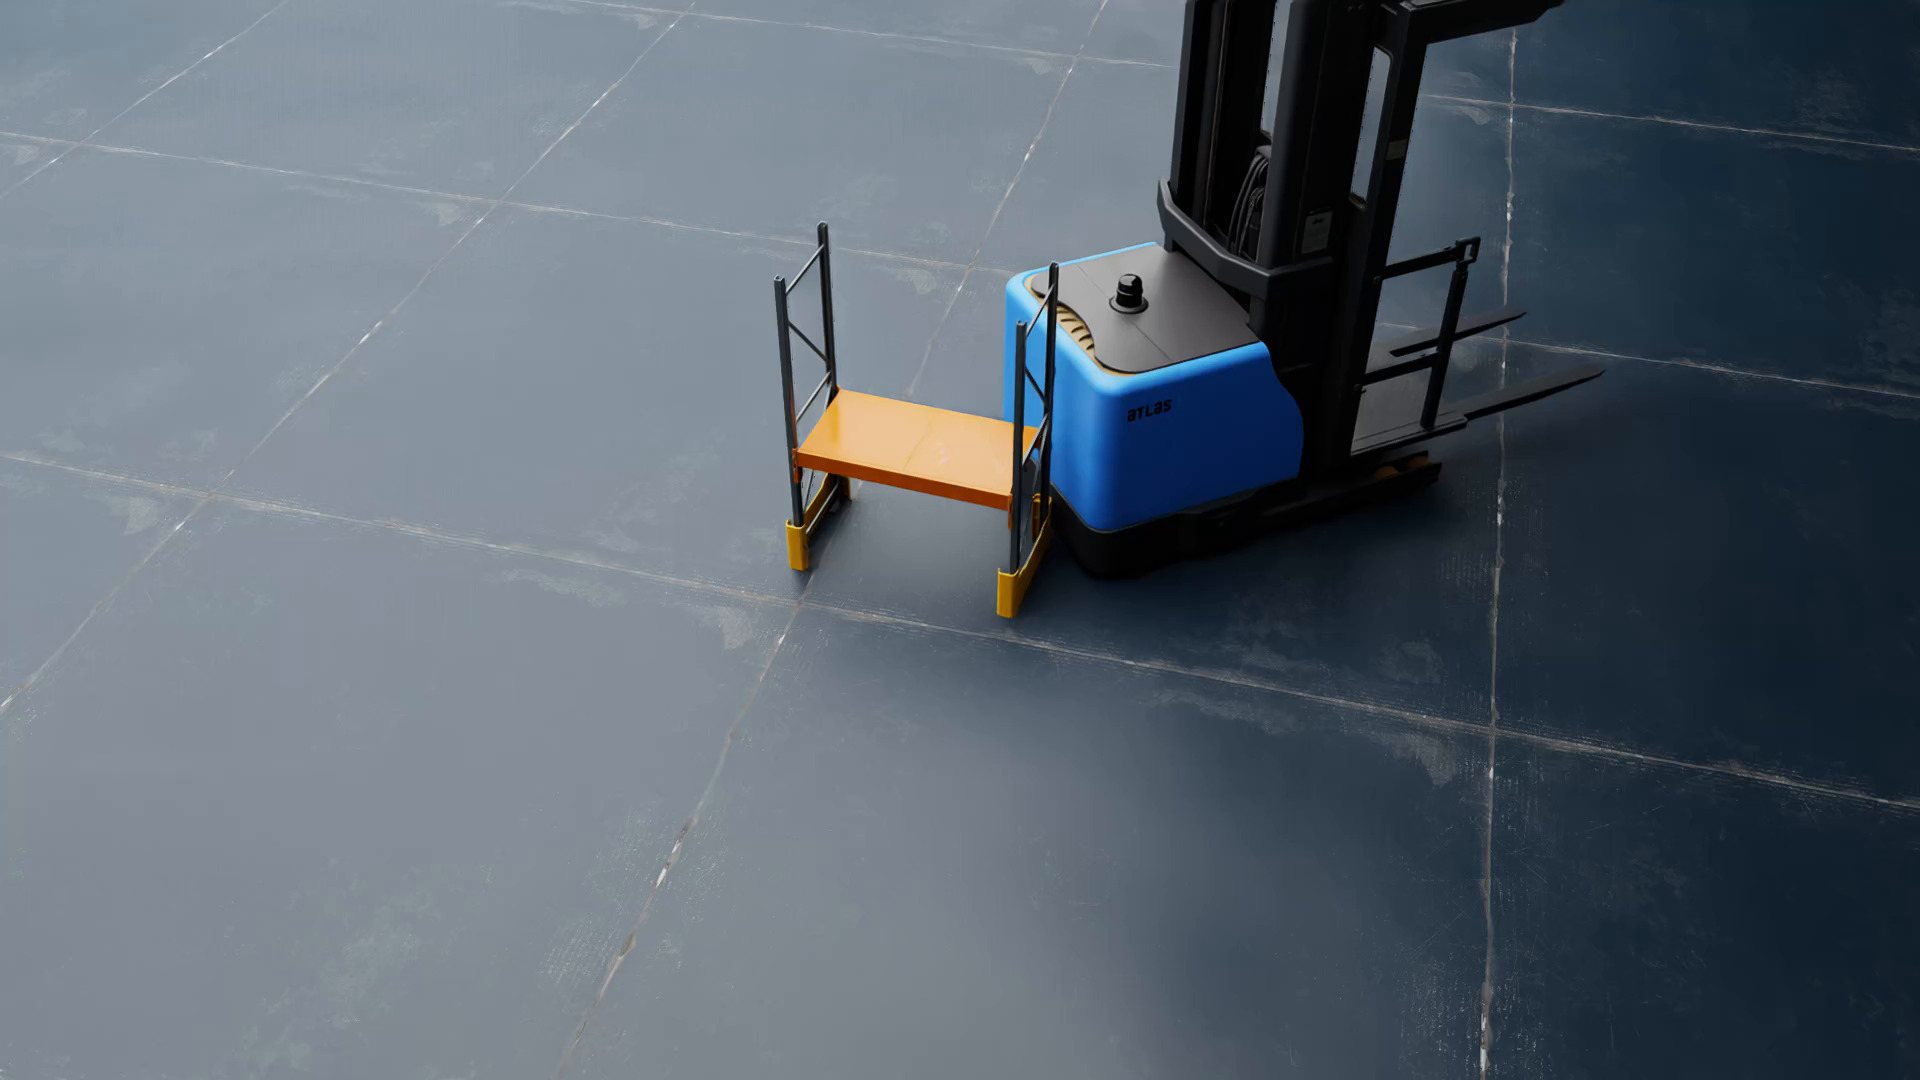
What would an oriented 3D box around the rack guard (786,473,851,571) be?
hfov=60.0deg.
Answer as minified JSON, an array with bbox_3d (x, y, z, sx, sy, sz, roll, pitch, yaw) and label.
[{"bbox_3d":[-0.651,-0.138,7.720,0.087,0.250,0.587,12,42,14],"label":"rack guard"}]

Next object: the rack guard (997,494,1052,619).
[{"bbox_3d":[0.292,0.068,7.475,0.087,0.250,0.587,12,42,14],"label":"rack guard"}]

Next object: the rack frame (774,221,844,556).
[{"bbox_3d":[-0.653,-0.617,7.318,0.032,1.500,0.500,12,42,14],"label":"rack frame"}]

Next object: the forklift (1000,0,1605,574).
[{"bbox_3d":[1.753,-1.603,7.380,3.031,2.935,1.130,-16,43,-18],"label":"forklift"}]

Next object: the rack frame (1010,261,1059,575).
[{"bbox_3d":[0.310,-0.407,7.068,0.032,1.500,0.500,12,42,14],"label":"rack frame"}]

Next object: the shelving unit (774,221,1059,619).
[{"bbox_3d":[-0.180,-0.514,7.195,1.083,1.500,0.587,12,42,14],"label":"shelving unit"}]

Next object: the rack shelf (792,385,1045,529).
[{"bbox_3d":[-0.171,-0.374,7.309,1.000,0.185,0.538,12,42,14],"label":"rack shelf"}]
